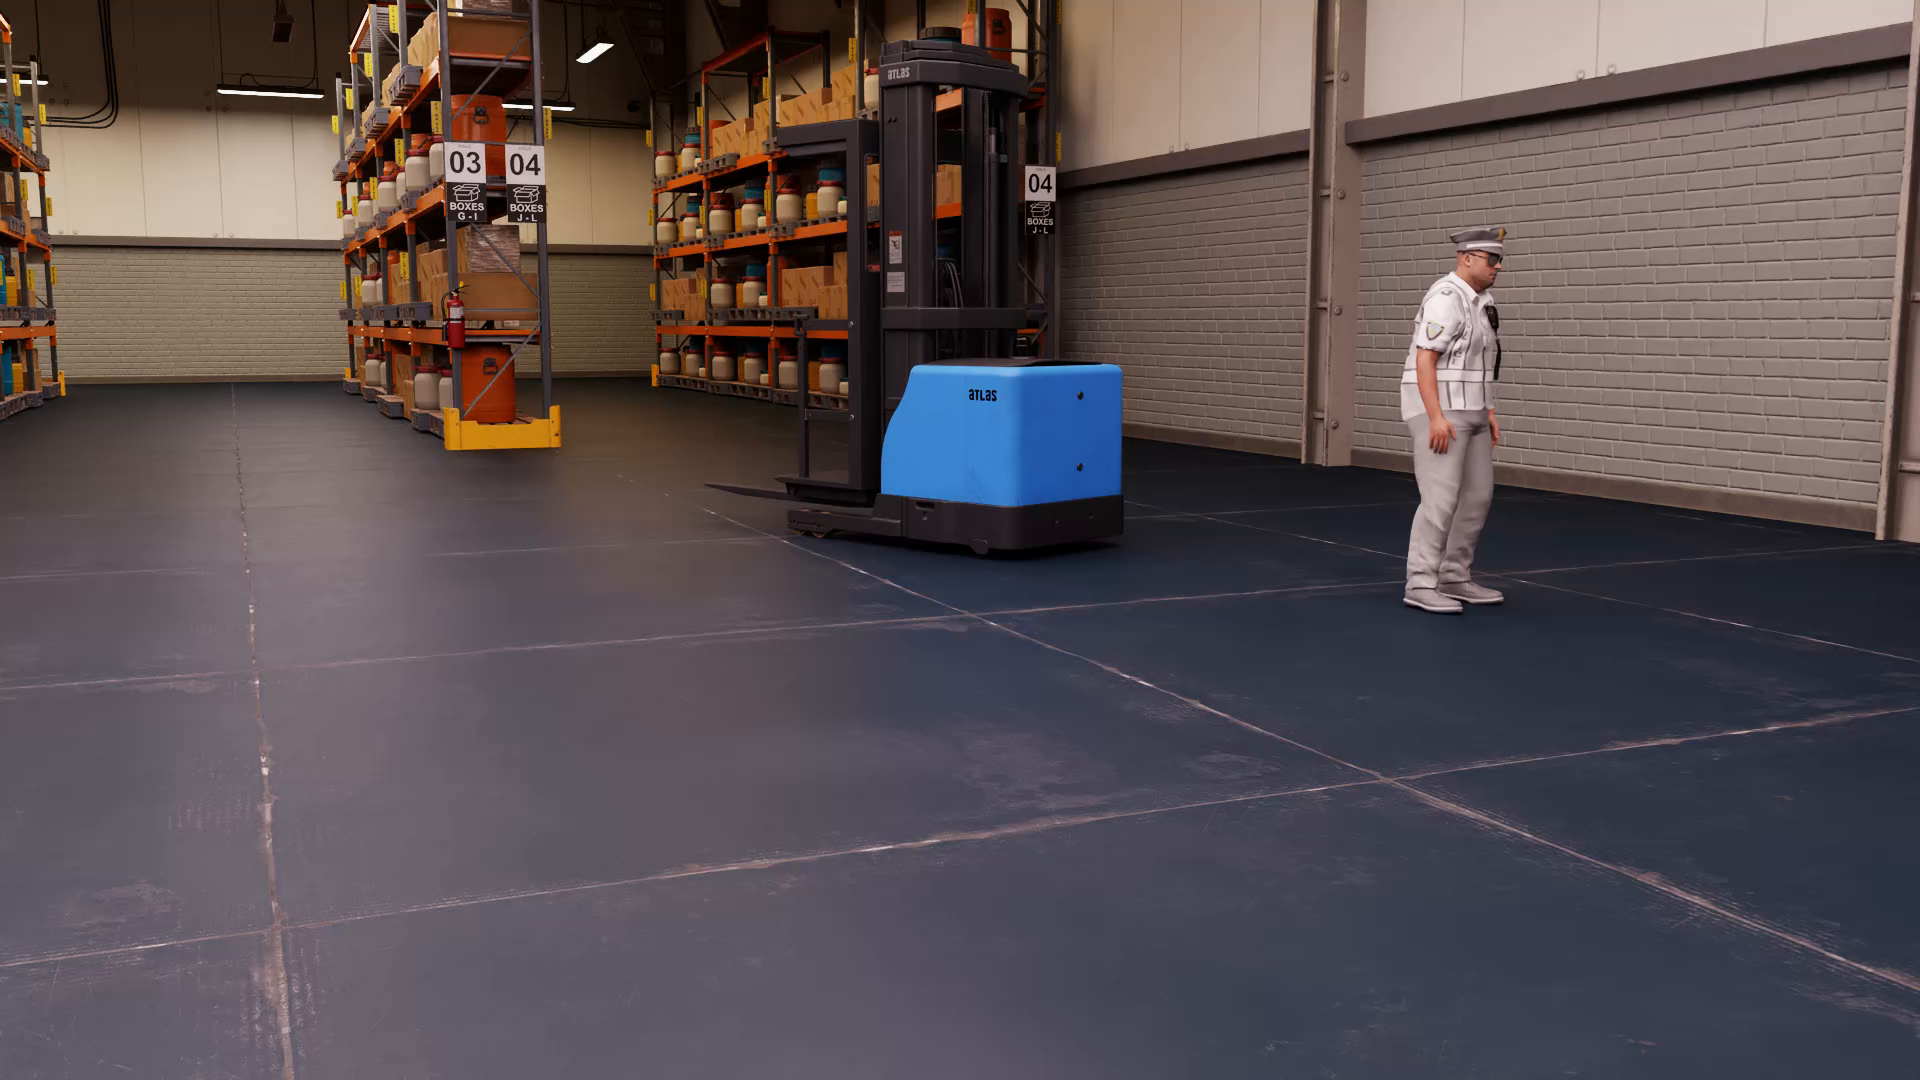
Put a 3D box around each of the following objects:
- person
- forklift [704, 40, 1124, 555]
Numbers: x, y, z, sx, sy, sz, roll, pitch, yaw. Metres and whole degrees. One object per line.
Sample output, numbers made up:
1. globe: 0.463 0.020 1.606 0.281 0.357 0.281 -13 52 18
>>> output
1. person: 2.304 -0.569 7.767 0.432 1.750 0.603 7 10 44
2. forklift: -0.436 -1.509 10.383 3.031 2.935 1.130 7 10 44
